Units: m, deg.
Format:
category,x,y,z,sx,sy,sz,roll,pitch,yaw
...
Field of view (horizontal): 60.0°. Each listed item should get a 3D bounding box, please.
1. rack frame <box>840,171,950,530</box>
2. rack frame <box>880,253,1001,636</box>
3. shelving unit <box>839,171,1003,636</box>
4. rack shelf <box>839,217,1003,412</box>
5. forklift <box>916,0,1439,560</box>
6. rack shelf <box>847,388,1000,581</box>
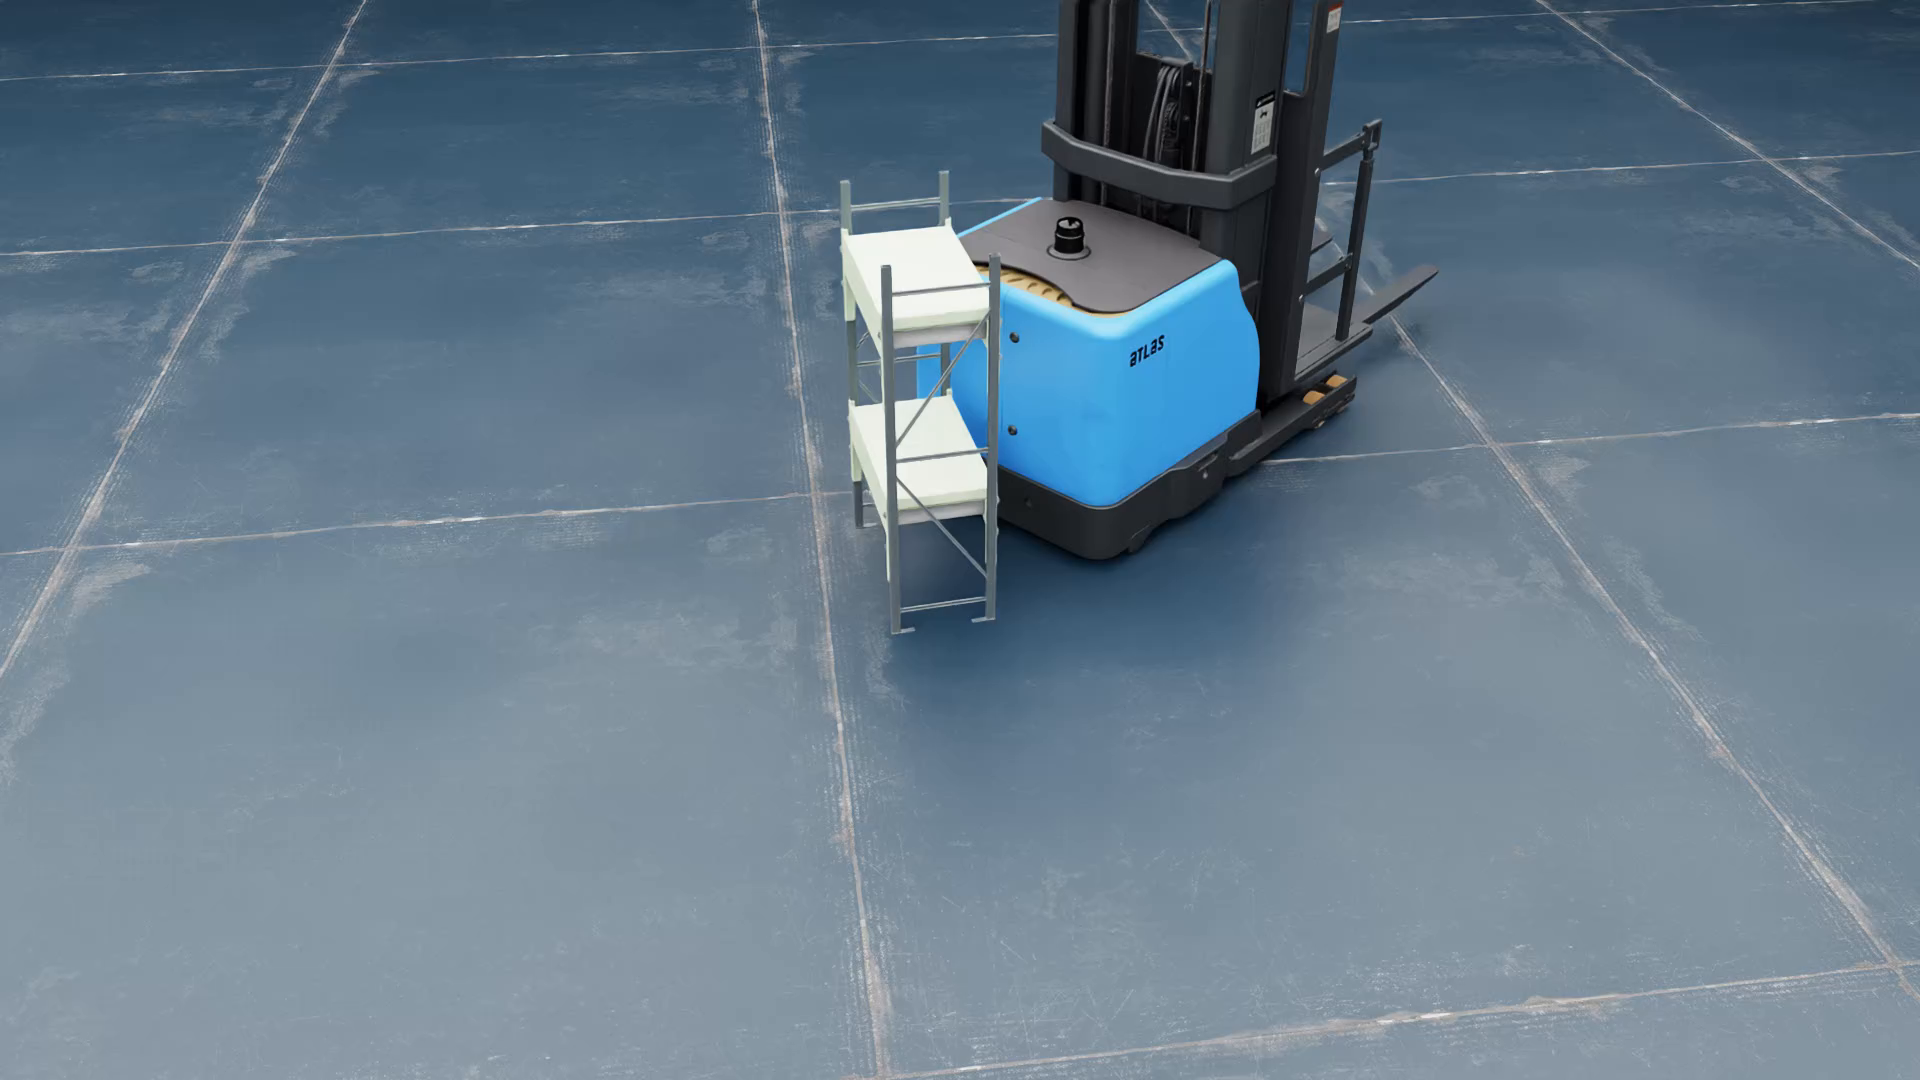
category,x,y,z,sx,sy,sz,roll,pitch,yaw
rack frame,-0.236,-0.694,6.436,0.400,1.500,0.023,-8,35,-11
rack frame,-0.062,-0.293,5.849,0.400,1.500,0.023,-8,35,-11
shelving unit,-0.149,-0.494,6.142,0.431,1.500,0.755,-8,35,-11
rack shelf,-0.149,-0.816,5.923,0.431,0.370,0.720,-8,35,-11
forklift,1.160,-1.884,6.912,1.130,2.935,3.031,26,42,33
rack shelf,-0.149,-0.224,6.326,0.431,0.370,0.720,-8,35,-11
